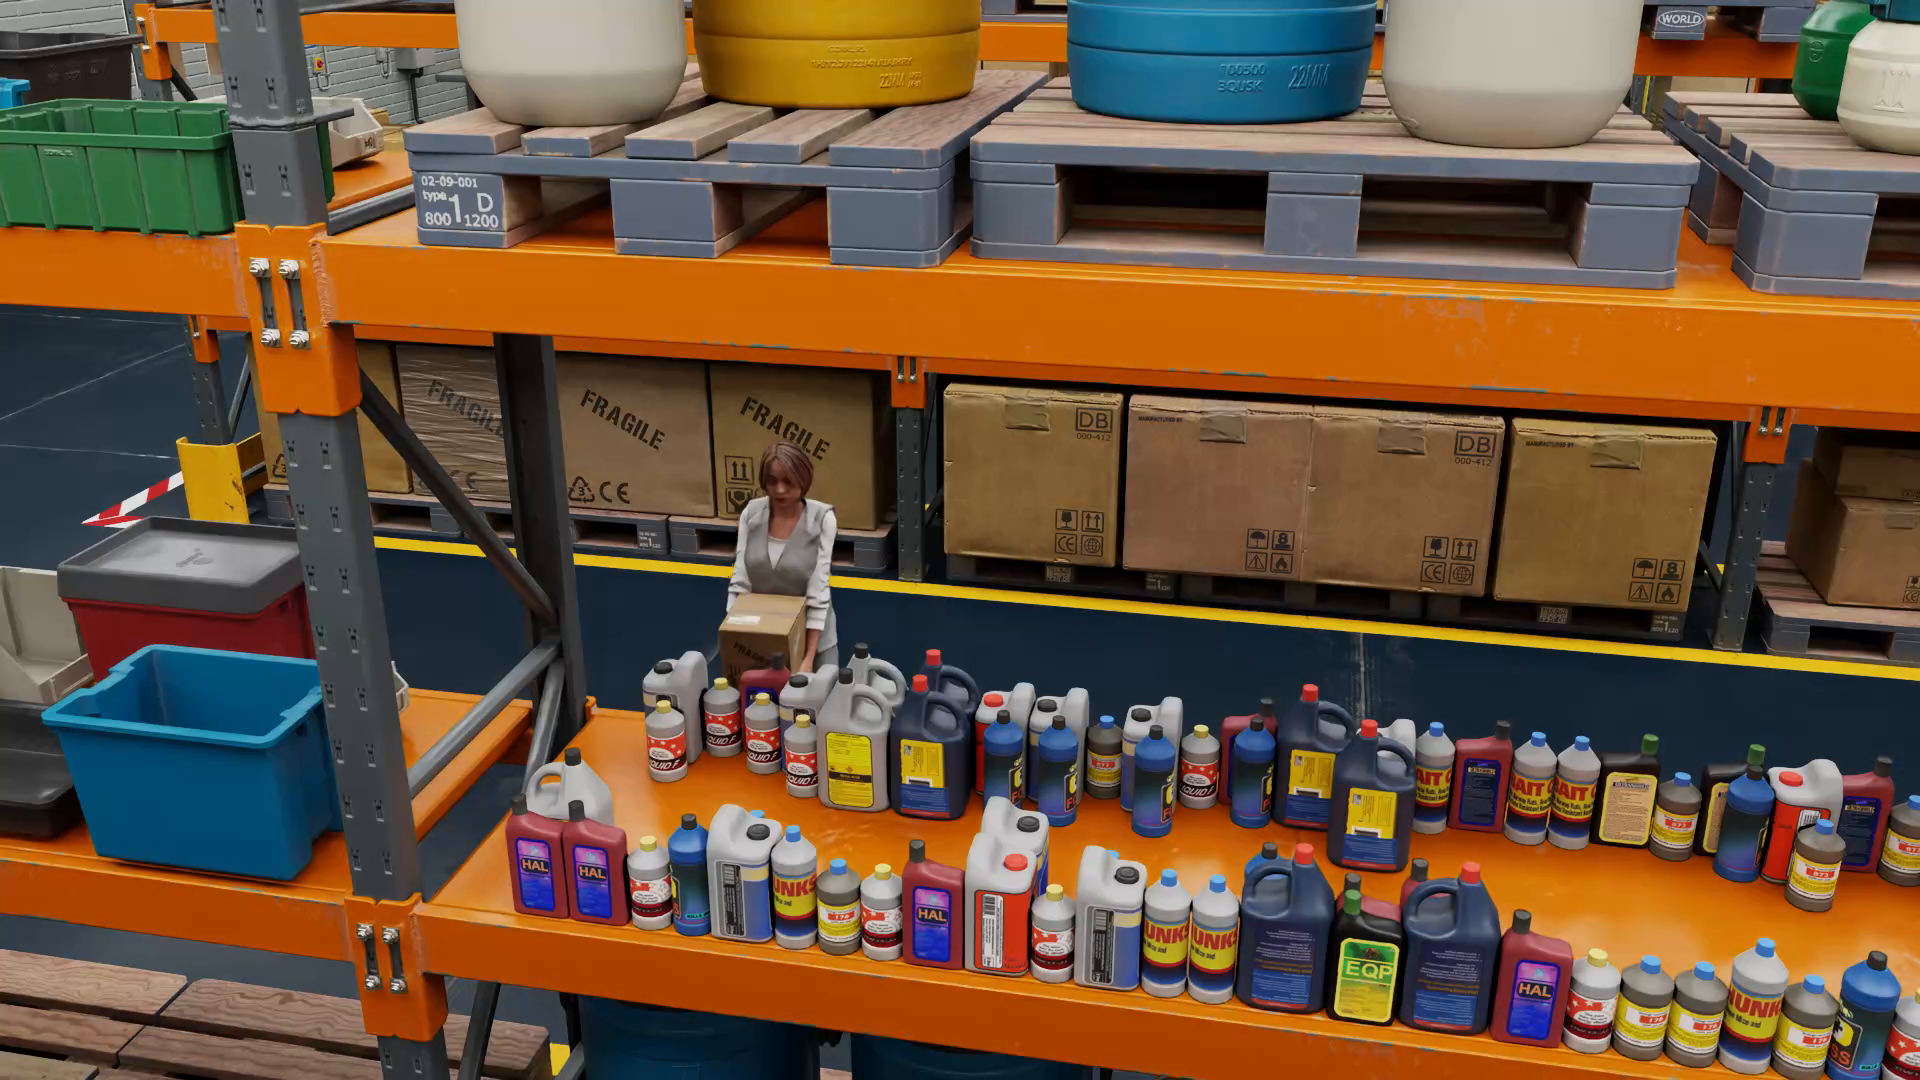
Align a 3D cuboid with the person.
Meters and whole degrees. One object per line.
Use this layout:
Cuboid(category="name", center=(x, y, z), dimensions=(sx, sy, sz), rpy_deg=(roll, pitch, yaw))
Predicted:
Cuboid(category="person", center=(-0.607, 0.390, 6.131), dimensions=(0.485, 1.593, 0.342), rpy_deg=(3, 22, 8))
